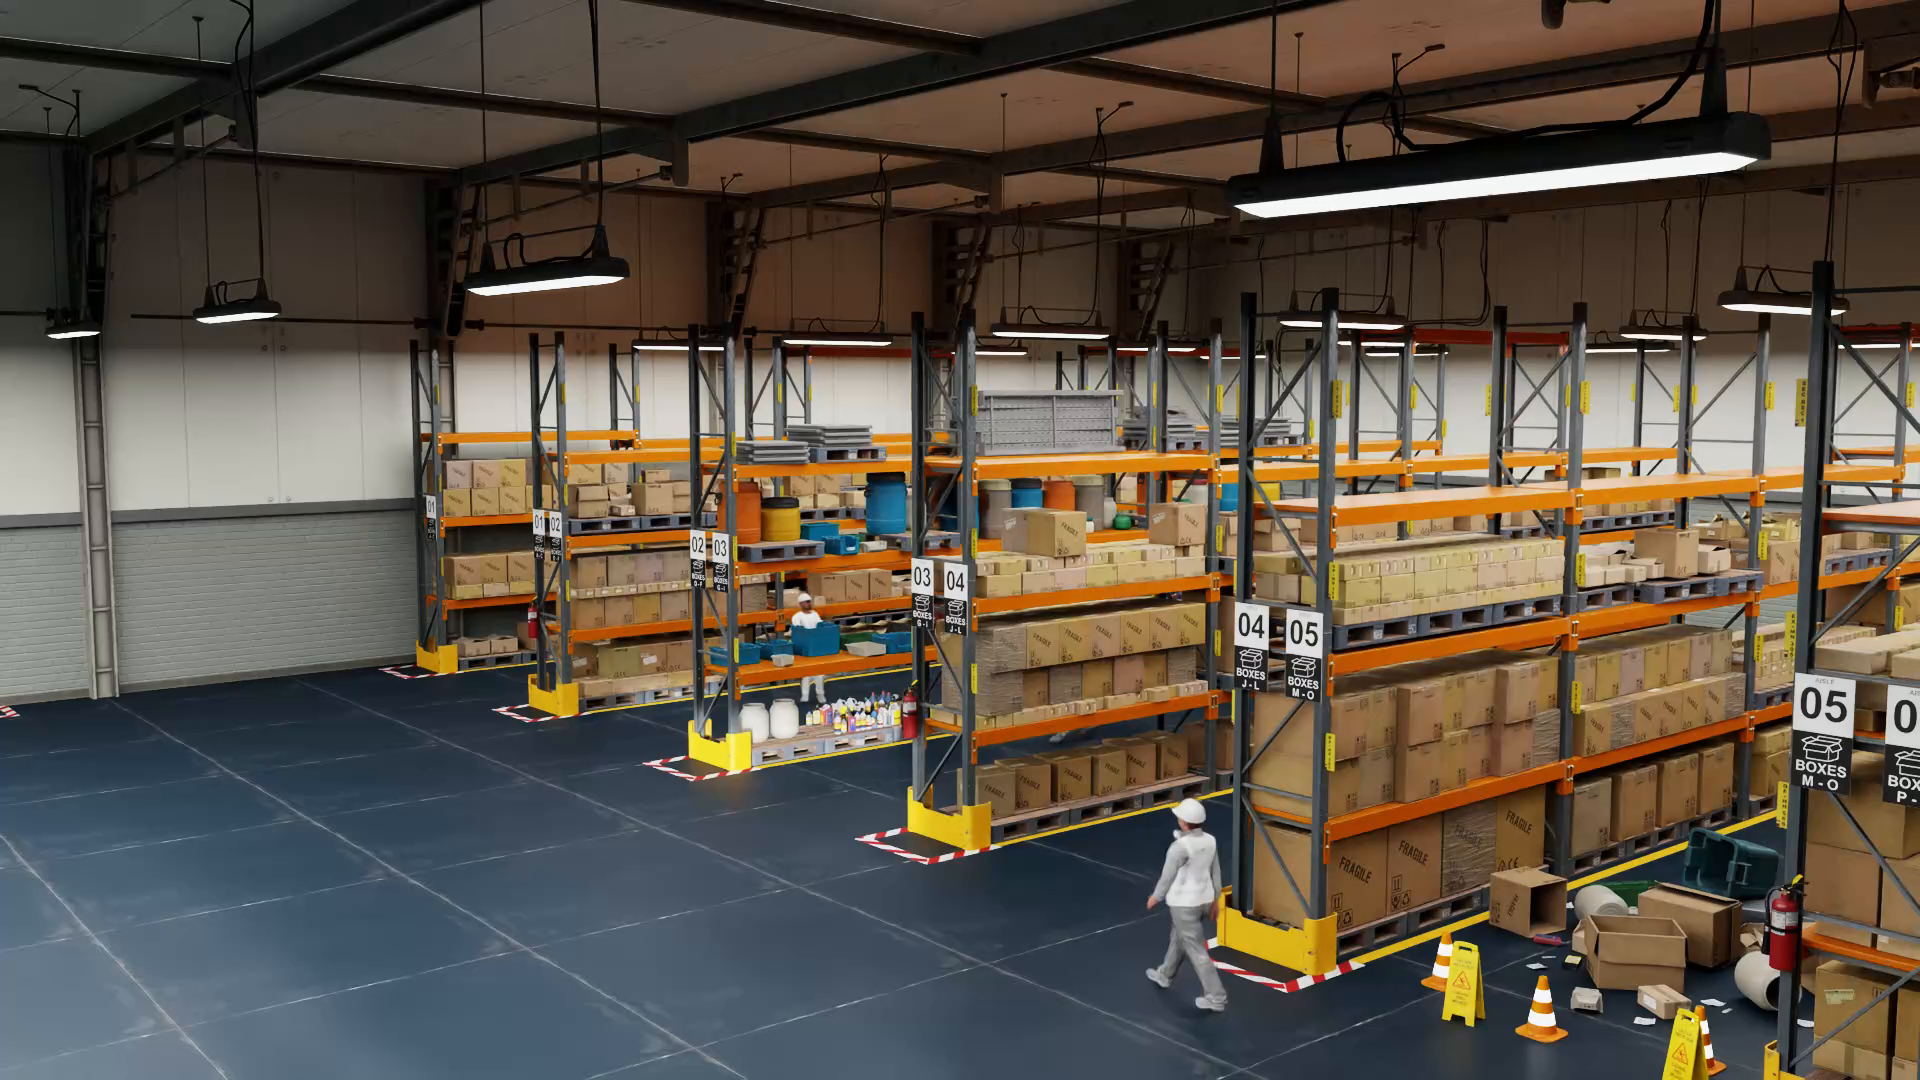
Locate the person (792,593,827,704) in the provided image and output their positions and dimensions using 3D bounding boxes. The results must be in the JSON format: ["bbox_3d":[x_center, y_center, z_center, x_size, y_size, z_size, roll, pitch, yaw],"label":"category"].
[{"bbox_3d":[-2.416,1.773,27.165,0.673,1.782,0.651,-2,6,-17],"label":"person"}]

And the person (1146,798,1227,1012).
[{"bbox_3d":[1.846,2.997,13.903,0.980,1.721,0.551,5,7,43],"label":"person"}]

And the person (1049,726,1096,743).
[{"bbox_3d":[1.621,2.022,24.220,0.968,1.726,0.691,-3,6,-31],"label":"person"}]
